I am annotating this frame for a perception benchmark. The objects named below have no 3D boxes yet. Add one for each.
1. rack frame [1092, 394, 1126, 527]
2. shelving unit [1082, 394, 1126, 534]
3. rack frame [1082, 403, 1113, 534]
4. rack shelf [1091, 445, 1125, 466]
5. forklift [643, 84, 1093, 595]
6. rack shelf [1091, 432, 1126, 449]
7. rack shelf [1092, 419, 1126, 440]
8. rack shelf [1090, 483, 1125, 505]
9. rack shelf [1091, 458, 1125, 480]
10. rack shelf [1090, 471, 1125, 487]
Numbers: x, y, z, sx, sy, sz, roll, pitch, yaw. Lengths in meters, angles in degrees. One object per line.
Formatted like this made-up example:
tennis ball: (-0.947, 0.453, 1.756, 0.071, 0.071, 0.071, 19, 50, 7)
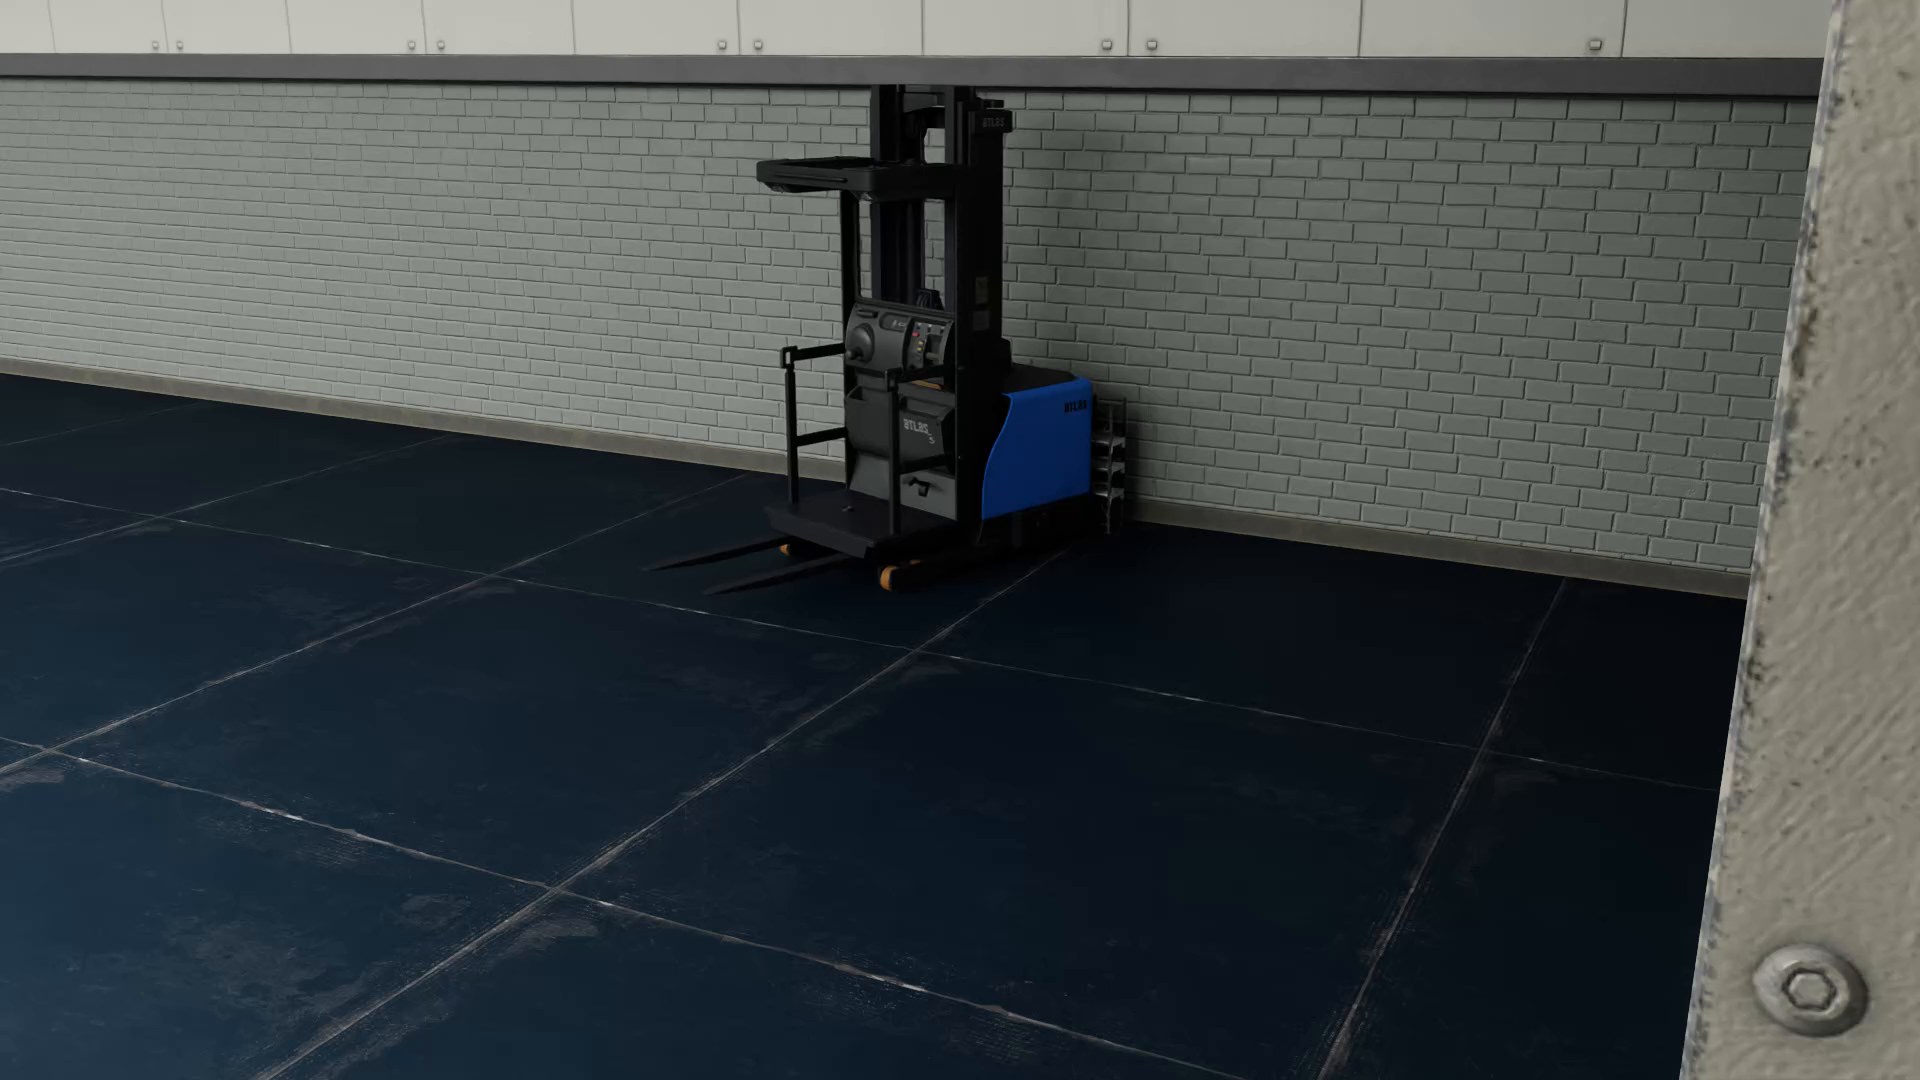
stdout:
rack frame: (1.012, -0.541, 11.336, 0.240, 0.900, 0.006, 10, 19, 30)
shelving unit: (0.959, -0.516, 11.253, 0.258, 0.900, 0.210, 10, 19, 30)
rack frame: (0.907, -0.491, 11.169, 0.240, 0.900, 0.006, 10, 19, 30)
rack shelf: (0.959, -0.570, 11.237, 0.258, 0.077, 0.200, 10, 19, 30)
forklift: (-0.534, -1.252, 10.164, 3.031, 2.935, 1.130, -15, 22, -41)
rack shelf: (0.960, -0.656, 11.211, 0.258, 0.077, 0.200, 10, 19, 30)
rack shelf: (0.960, -0.743, 11.185, 0.258, 0.077, 0.200, 10, 19, 30)
rack shelf: (0.959, -0.311, 11.313, 0.258, 0.077, 0.200, 10, 19, 30)
rack shelf: (0.959, -0.484, 11.262, 0.258, 0.077, 0.200, 10, 19, 30)
rack shelf: (0.959, -0.398, 11.288, 0.258, 0.077, 0.200, 10, 19, 30)
